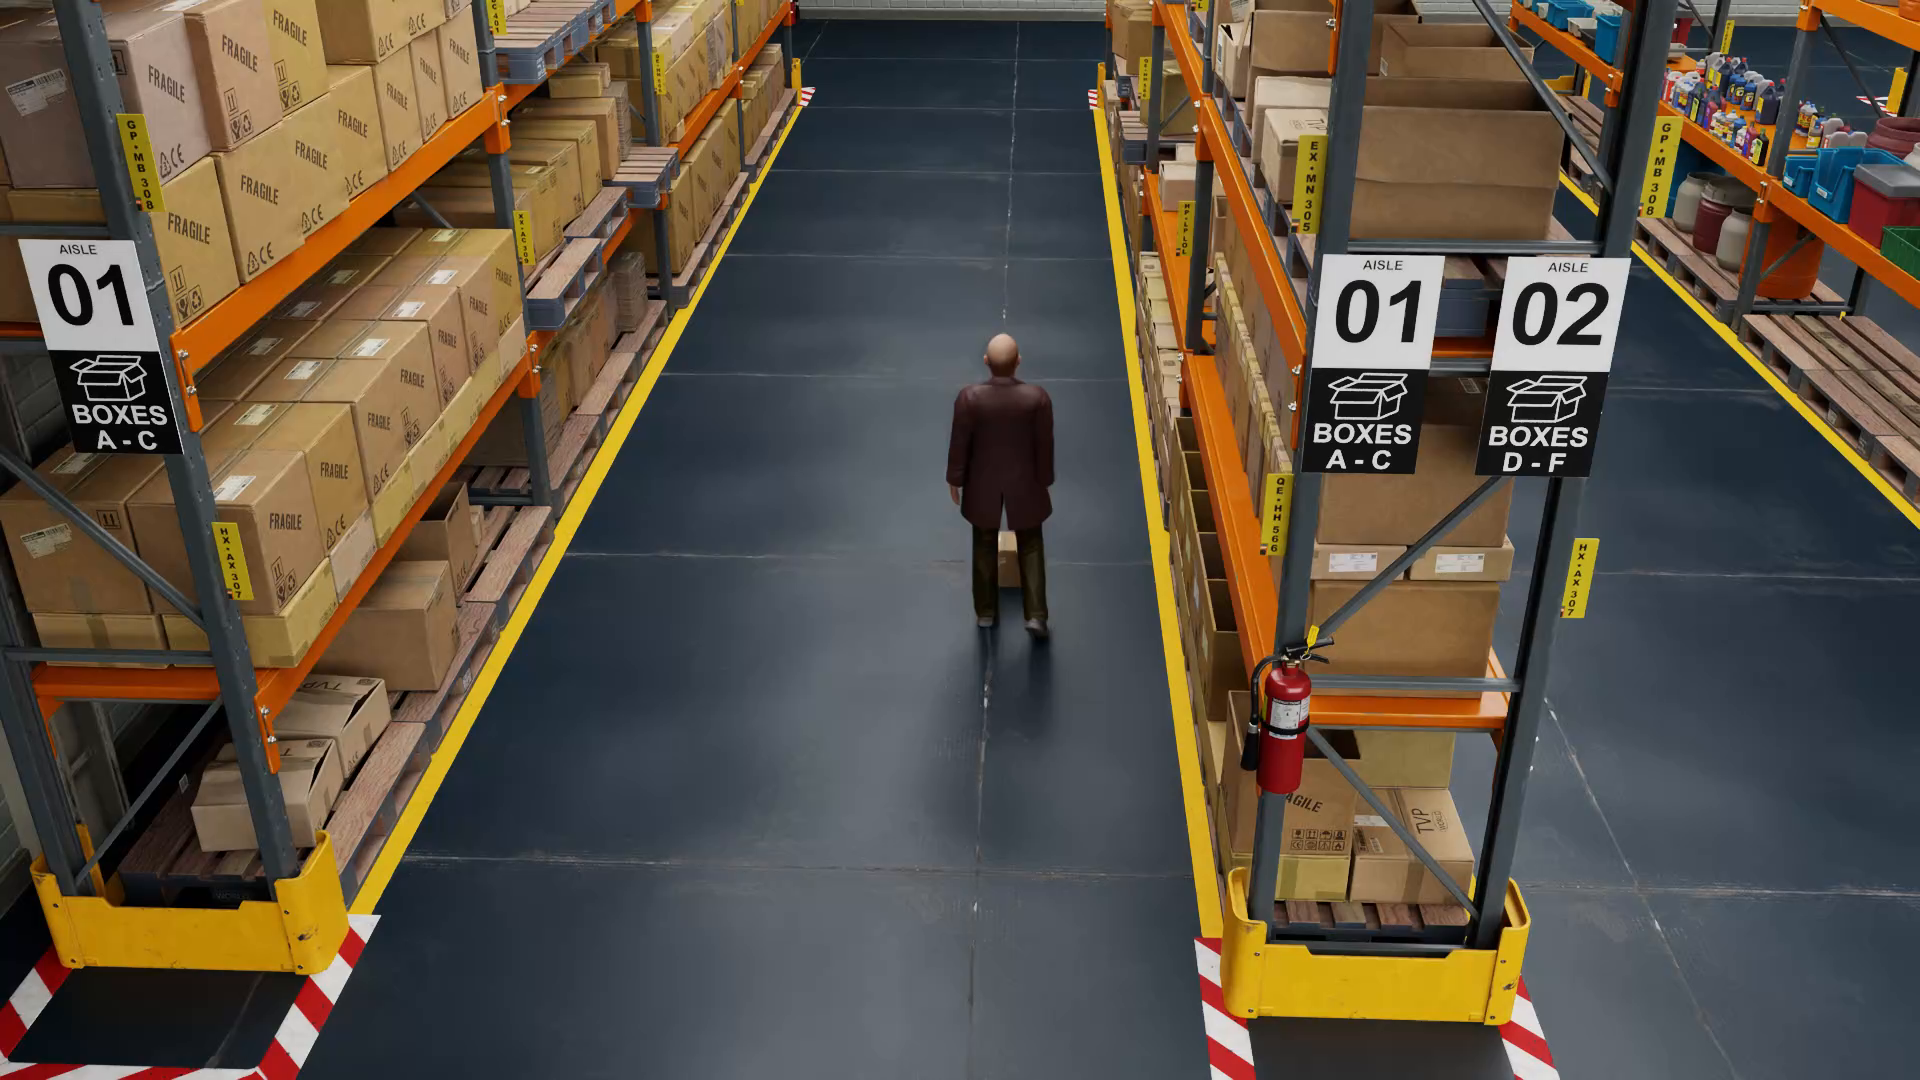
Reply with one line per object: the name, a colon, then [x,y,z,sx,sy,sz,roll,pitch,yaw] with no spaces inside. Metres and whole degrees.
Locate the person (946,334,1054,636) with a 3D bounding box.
person: [0.222,-0.287,9.253,0.601,1.848,0.561,1,28,2]
